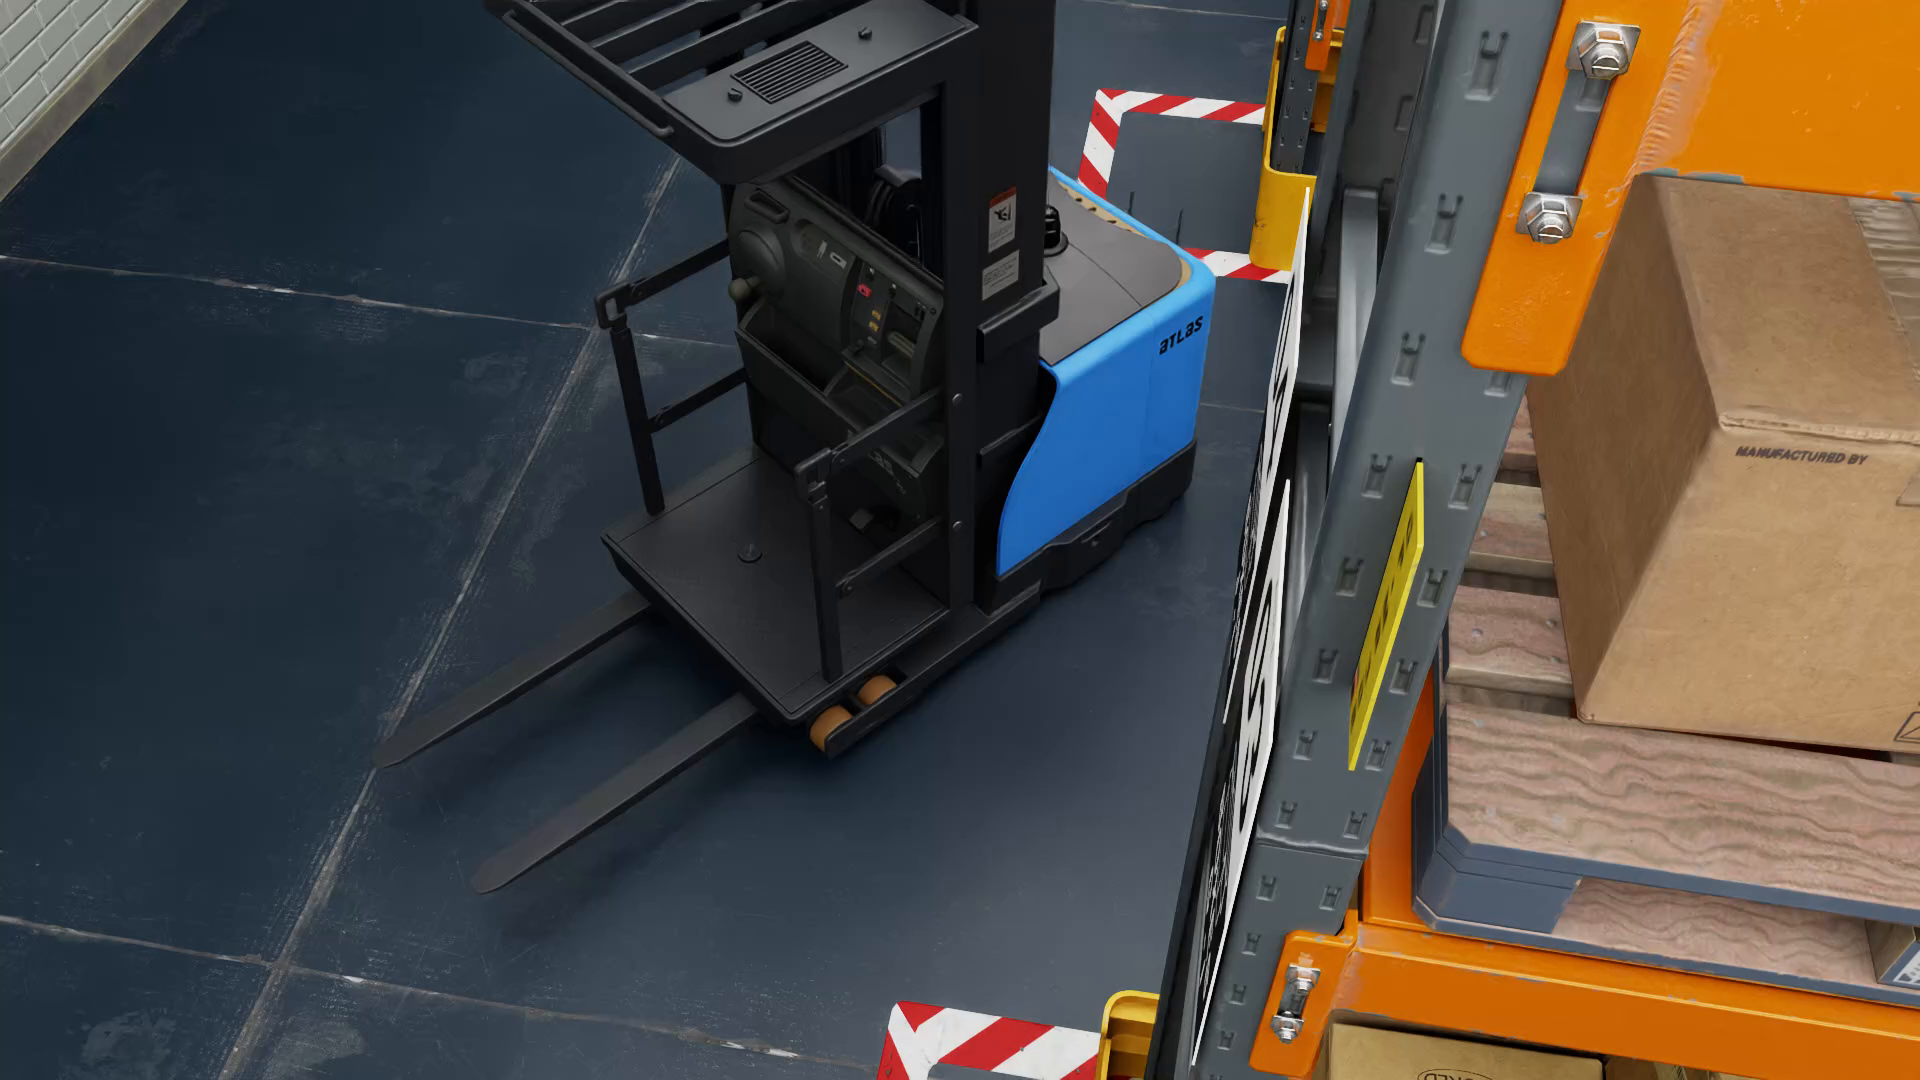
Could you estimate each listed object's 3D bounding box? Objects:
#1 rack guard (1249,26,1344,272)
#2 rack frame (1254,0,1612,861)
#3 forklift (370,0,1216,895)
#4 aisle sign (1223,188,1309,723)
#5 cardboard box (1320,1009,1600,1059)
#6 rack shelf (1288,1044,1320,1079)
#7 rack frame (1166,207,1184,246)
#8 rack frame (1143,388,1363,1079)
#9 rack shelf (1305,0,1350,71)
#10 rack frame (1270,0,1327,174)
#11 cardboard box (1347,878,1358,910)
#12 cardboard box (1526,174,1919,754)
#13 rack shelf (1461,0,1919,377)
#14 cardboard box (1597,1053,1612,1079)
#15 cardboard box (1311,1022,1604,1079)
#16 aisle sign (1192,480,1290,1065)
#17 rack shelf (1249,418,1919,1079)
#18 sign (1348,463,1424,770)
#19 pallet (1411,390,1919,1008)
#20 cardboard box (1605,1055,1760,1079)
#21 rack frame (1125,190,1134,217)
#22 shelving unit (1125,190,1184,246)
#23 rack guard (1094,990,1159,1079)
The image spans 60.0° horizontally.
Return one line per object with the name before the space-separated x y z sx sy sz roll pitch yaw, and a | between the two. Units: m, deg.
rack guard | 1.545 -1.779 7.512 0.348 0.500 1.175 8 49 7
rack frame | 0.488 -1.012 1.110 0.127 3.000 1.000 8 49 7
forklift | -0.544 -0.703 4.911 3.031 2.935 1.130 -34 56 -27
aisle sign | 0.471 -0.105 2.580 0.004 0.787 0.394 8 49 7
cardboard box | 1.012 0.814 3.403 0.500 0.250 0.500 7 48 6
rack shelf | 2.456 1.498 3.371 4.000 0.370 1.077 8 49 7
rack frame | 0.760 -0.854 6.412 0.006 0.900 0.240 24 52 19
rack frame | 0.488 0.993 3.341 0.127 3.000 1.000 8 49 7
rack shelf | 3.438 -2.119 6.621 4.000 0.370 1.077 8 49 7
rack frame | 1.470 -2.624 6.591 0.127 3.000 1.000 8 49 7
cardboard box | 1.014 0.565 3.122 0.500 0.500 0.500 8 49 7
cardboard box | 1.009 -0.187 1.968 0.500 0.500 0.700 5 48 5
rack shelf | 2.456 -0.373 1.288 4.000 0.370 1.077 8 49 7
cardboard box | 1.511 0.881 3.343 0.500 0.250 0.500 7 48 6
cardboard box | 0.913 1.205 3.052 0.500 0.250 0.500 7 48 6
aisle sign | 0.364 0.334 2.185 0.004 0.787 0.394 8 49 7
rack shelf | 2.456 0.495 2.255 4.000 0.370 1.077 8 49 7
sign | 0.384 0.077 1.507 0.005 0.325 0.100 8 49 7
pallet | 1.220 0.111 2.177 1.213 0.211 1.003 8 49 7
cardboard box | 1.405 1.020 2.713 0.500 0.500 0.500 7 48 6
rack frame | 0.584 -0.931 6.478 0.006 0.900 0.240 24 52 19
shelving unit | 0.672 -0.893 6.445 0.210 0.900 0.258 24 52 19
rack guard | 0.465 1.825 4.274 0.348 0.500 1.175 8 49 7
